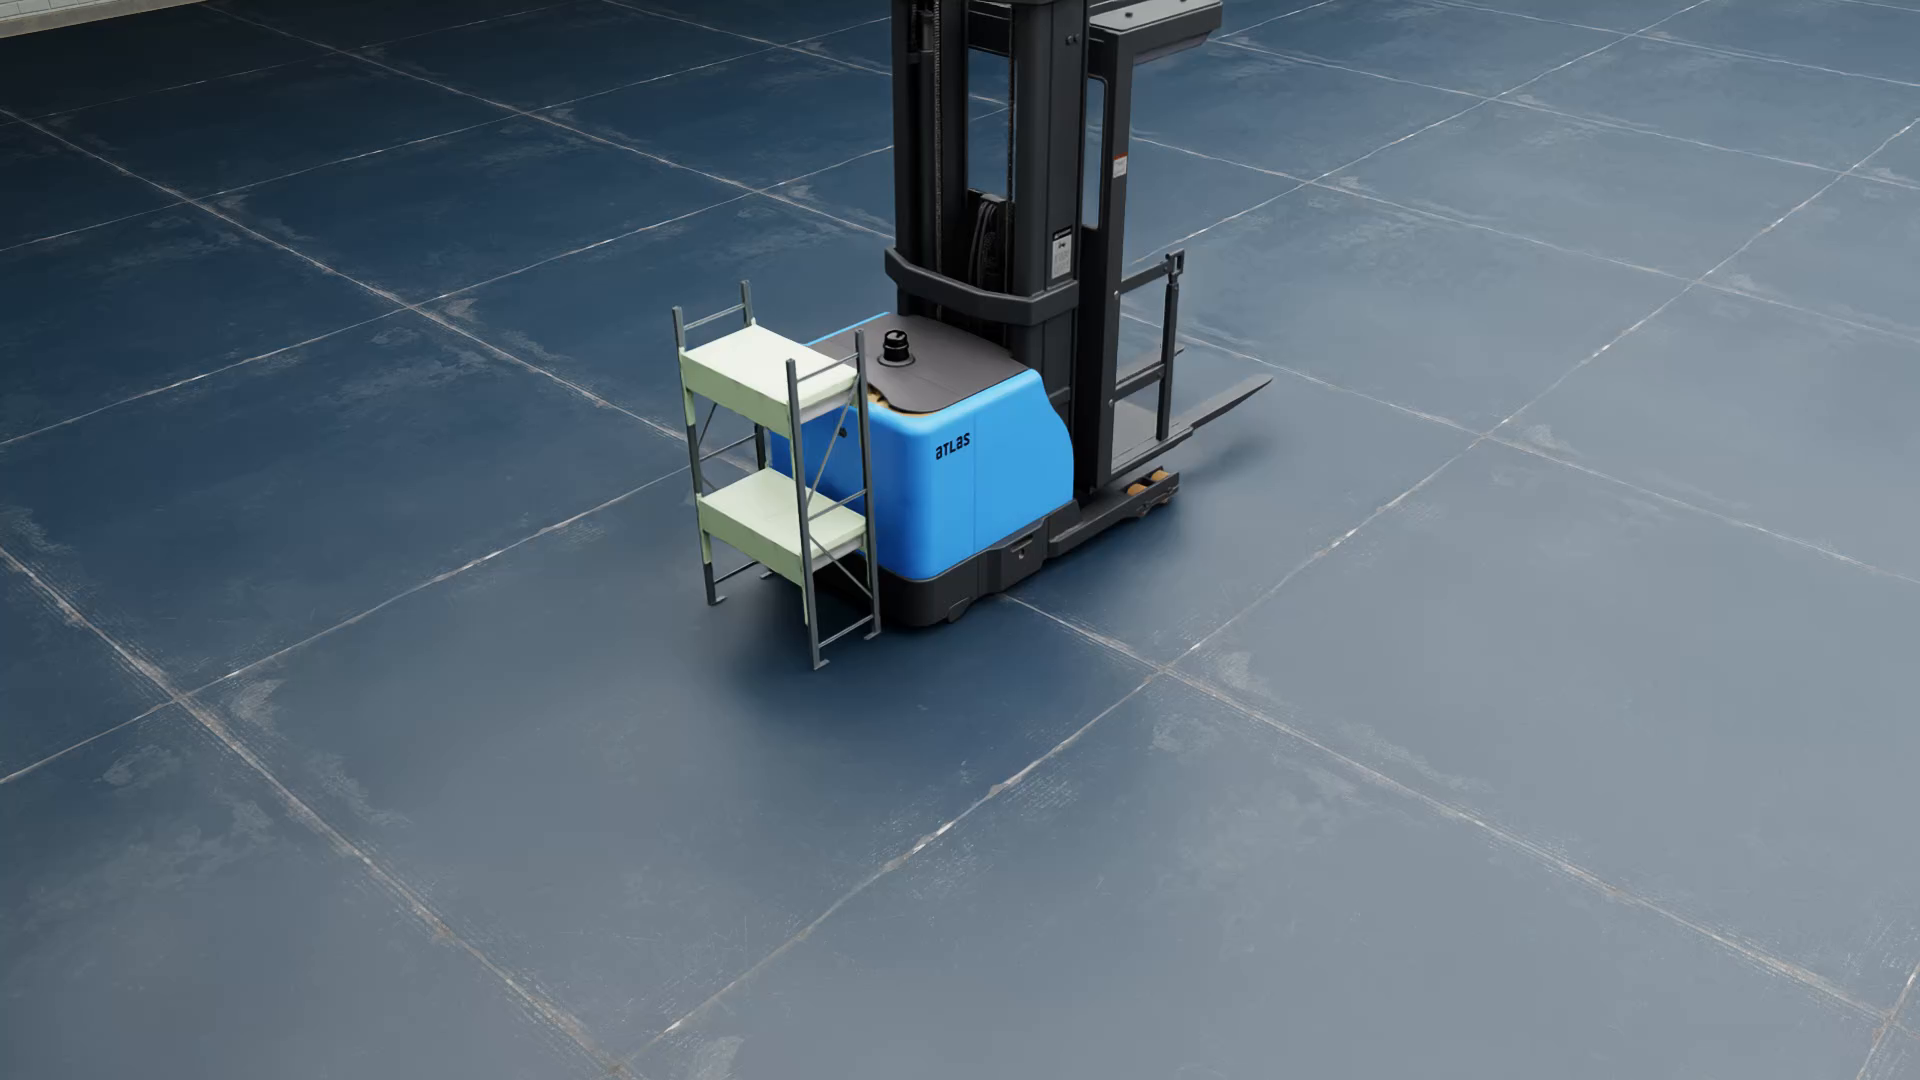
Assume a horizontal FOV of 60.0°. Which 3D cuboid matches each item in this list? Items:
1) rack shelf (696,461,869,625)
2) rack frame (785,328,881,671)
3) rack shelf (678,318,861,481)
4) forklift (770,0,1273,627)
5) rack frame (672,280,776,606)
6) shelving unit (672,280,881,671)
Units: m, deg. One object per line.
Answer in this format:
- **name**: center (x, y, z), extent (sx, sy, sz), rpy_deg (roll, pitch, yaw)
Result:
- **rack shelf**: center (-0.775, 0.001, 7.414), extent (0.720, 0.370, 0.431), rpy_deg (27, 42, 37)
- **rack frame**: center (-0.521, -0.143, 7.020), extent (0.023, 1.500, 0.400), rpy_deg (27, 42, 37)
- **rack shelf**: center (-0.789, -0.605, 7.033), extent (0.720, 0.370, 0.431), rpy_deg (27, 42, 37)
- **forklift**: center (0.480, -1.535, 7.958), extent (1.130, 2.935, 3.031), rpy_deg (26, 40, 36)
- **rack frame**: center (-1.042, -0.408, 7.461), extent (0.023, 1.500, 0.400), rpy_deg (27, 42, 37)
- **shelving unit**: center (-0.781, -0.275, 7.241), extent (0.755, 1.500, 0.431), rpy_deg (27, 42, 37)
